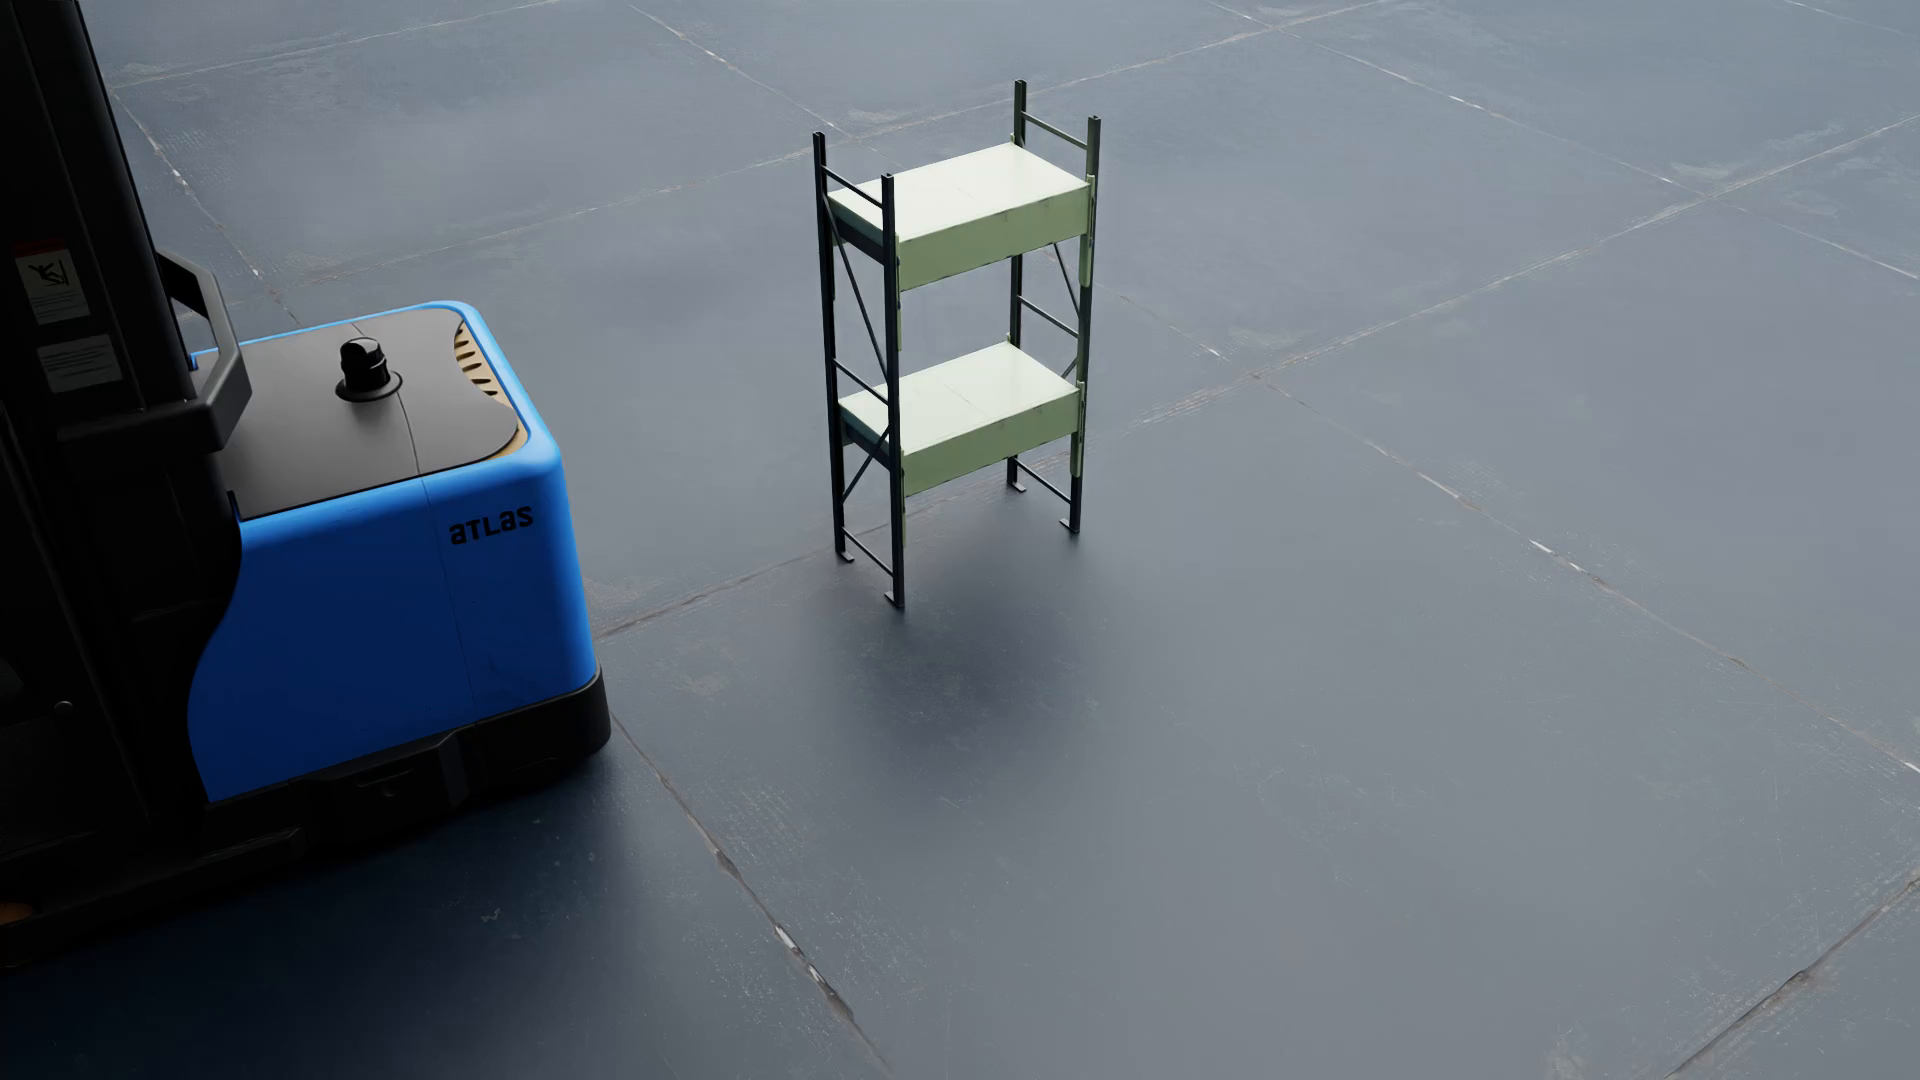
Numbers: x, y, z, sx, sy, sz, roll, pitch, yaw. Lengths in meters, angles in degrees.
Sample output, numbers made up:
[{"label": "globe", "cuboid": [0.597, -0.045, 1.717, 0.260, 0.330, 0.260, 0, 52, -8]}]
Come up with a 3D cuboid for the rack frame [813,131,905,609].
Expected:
[{"label": "rack frame", "cuboid": [-0.305, -0.484, 5.138, 0.023, 1.500, 0.400, -22, 41, -28]}]

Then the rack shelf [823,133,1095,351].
[{"label": "rack shelf", "cuboid": [-0.005, -0.923, 5.081, 0.720, 0.370, 0.431, -22, 41, -28]}]

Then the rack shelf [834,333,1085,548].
[{"label": "rack shelf", "cuboid": [-0.005, -0.342, 5.499, 0.720, 0.370, 0.431, -22, 41, -28]}]

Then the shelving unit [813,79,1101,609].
[{"label": "shelving unit", "cuboid": [-0.005, -0.607, 5.309, 0.755, 1.500, 0.431, -22, 41, -28]}]

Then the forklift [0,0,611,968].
[{"label": "forklift", "cuboid": [-2.565, -0.404, 3.801, 3.031, 2.935, 1.130, -17, 39, -22]}]

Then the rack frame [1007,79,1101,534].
[{"label": "rack frame", "cuboid": [0.294, -0.730, 5.480, 0.023, 1.500, 0.400, -22, 41, -28]}]
